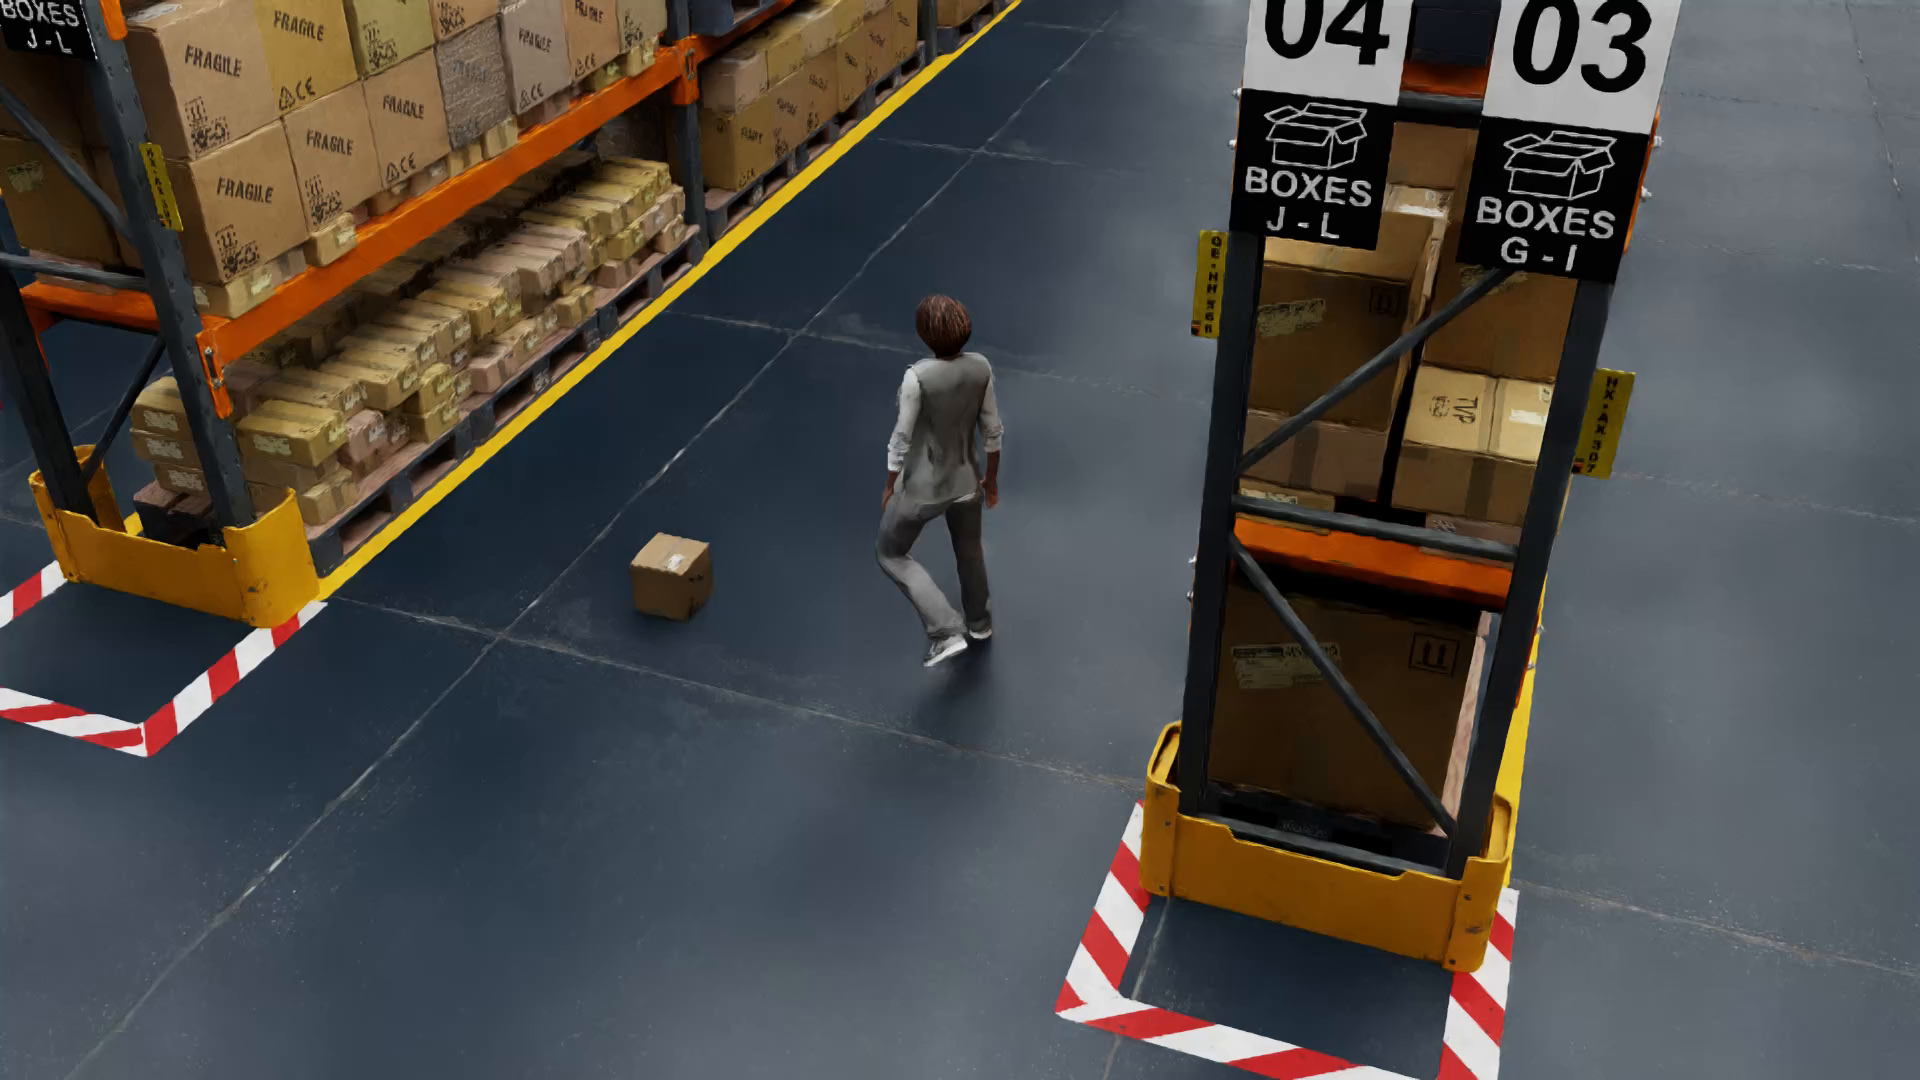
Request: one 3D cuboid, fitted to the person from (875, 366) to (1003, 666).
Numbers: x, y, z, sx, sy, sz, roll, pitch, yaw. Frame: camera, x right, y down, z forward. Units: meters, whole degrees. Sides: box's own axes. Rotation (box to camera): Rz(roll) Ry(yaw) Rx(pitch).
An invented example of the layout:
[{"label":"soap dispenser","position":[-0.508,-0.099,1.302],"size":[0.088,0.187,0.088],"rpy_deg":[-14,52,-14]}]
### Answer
[{"label":"person","position":[-0.020,-0.094,6.470],"size":[0.560,1.358,0.498],"rpy_deg":[-19,38,-26]}]
